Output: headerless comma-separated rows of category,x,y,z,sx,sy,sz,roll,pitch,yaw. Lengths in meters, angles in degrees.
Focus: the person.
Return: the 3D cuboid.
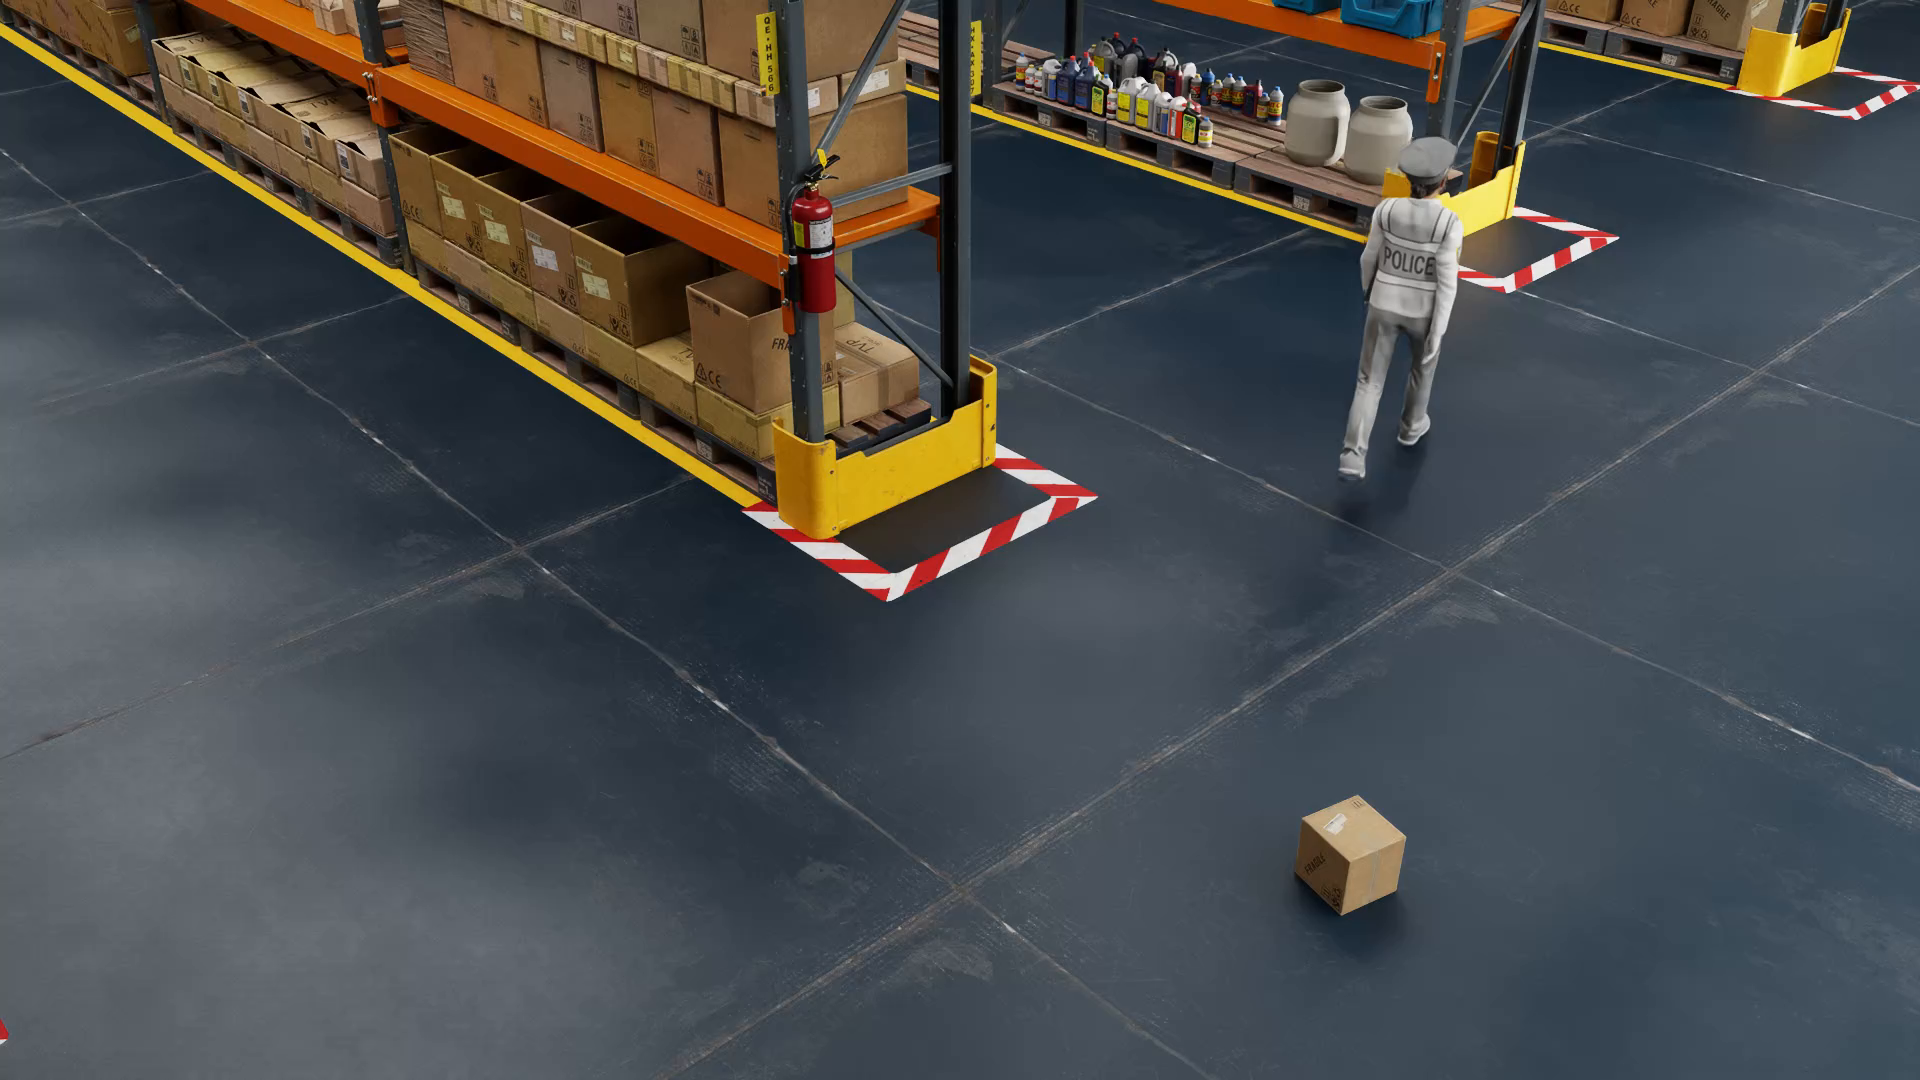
person,2.090,-1.089,7.843,0.482,1.642,0.992,14,35,22
